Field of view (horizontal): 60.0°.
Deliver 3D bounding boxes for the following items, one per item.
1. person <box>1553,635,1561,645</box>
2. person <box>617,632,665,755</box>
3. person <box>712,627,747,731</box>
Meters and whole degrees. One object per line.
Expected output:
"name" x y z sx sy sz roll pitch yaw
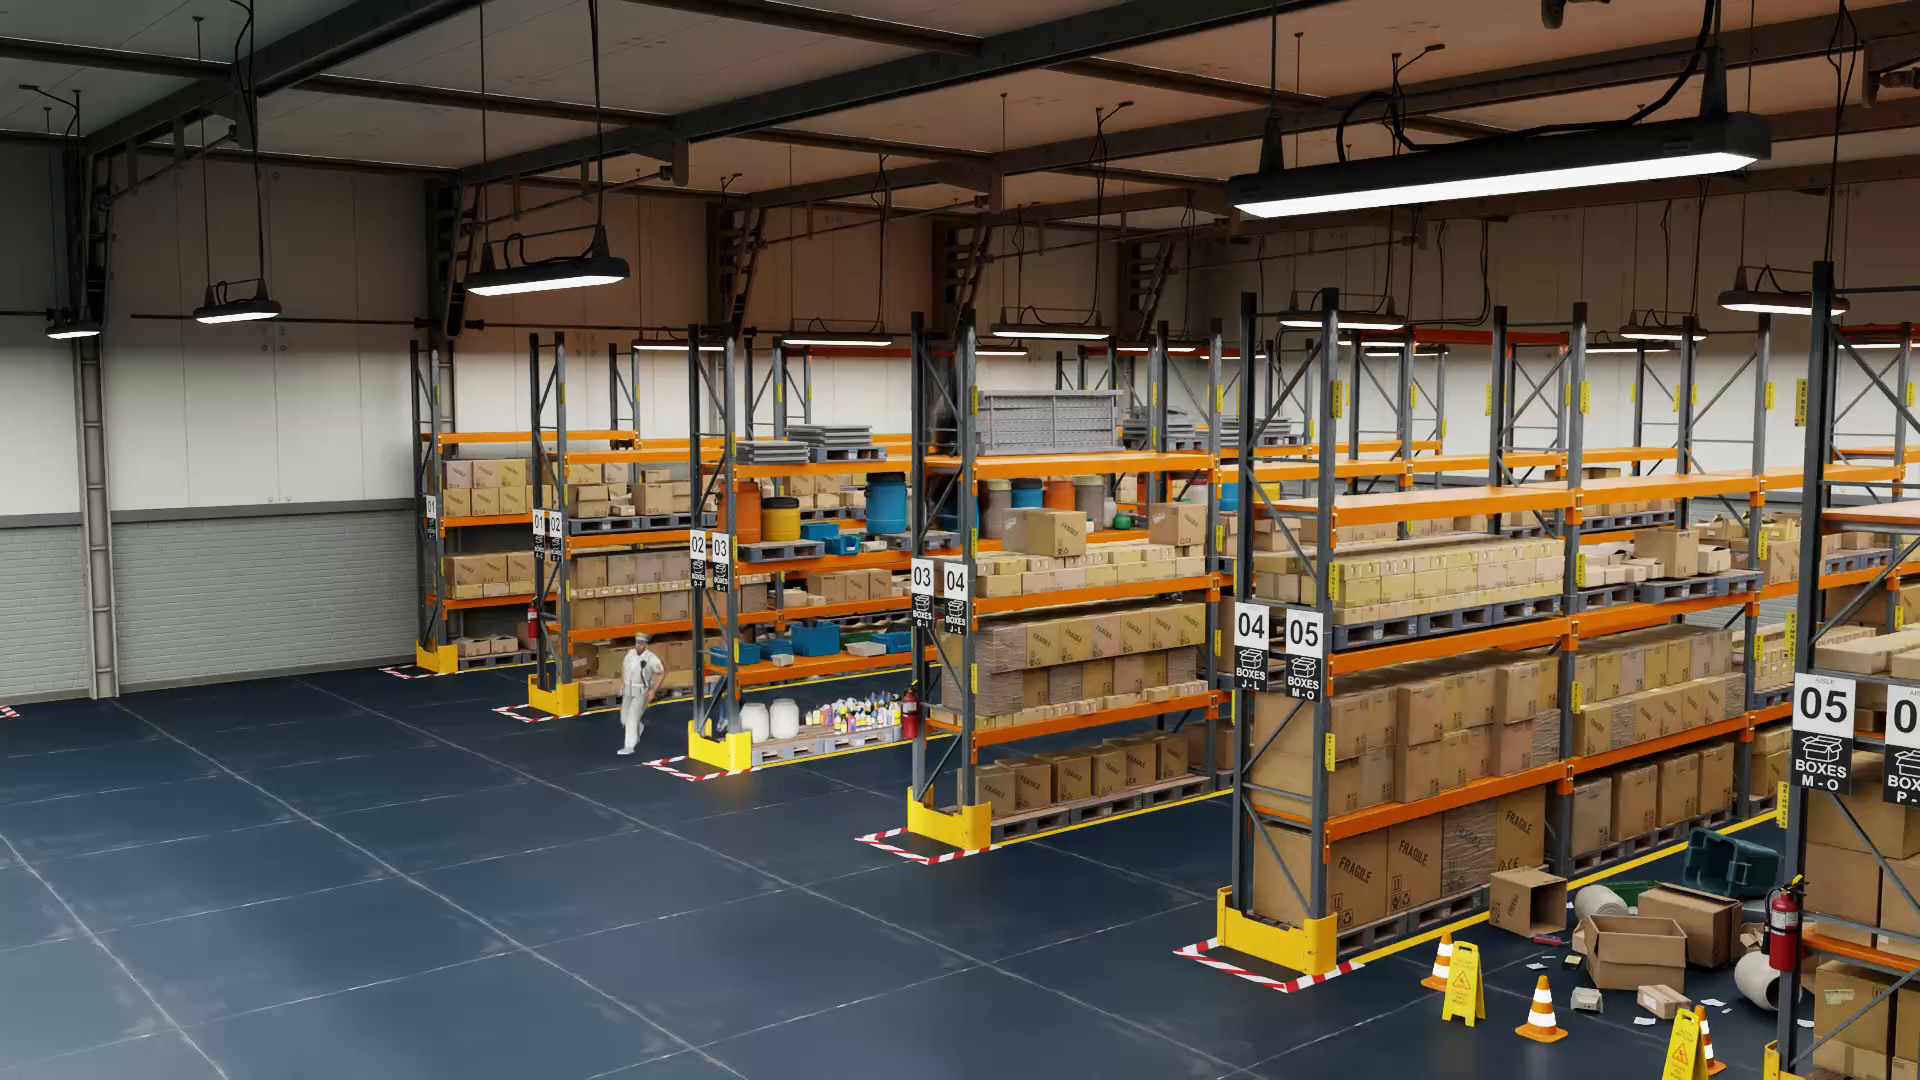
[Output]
"person" 8.878 2.103 24.373 0.760 1.715 0.557 -4 6 -34
"person" -4.477 2.120 23.457 0.717 1.694 0.584 2 6 23
"person" -3.384 2.096 24.964 0.720 1.643 0.565 -3 6 -30
